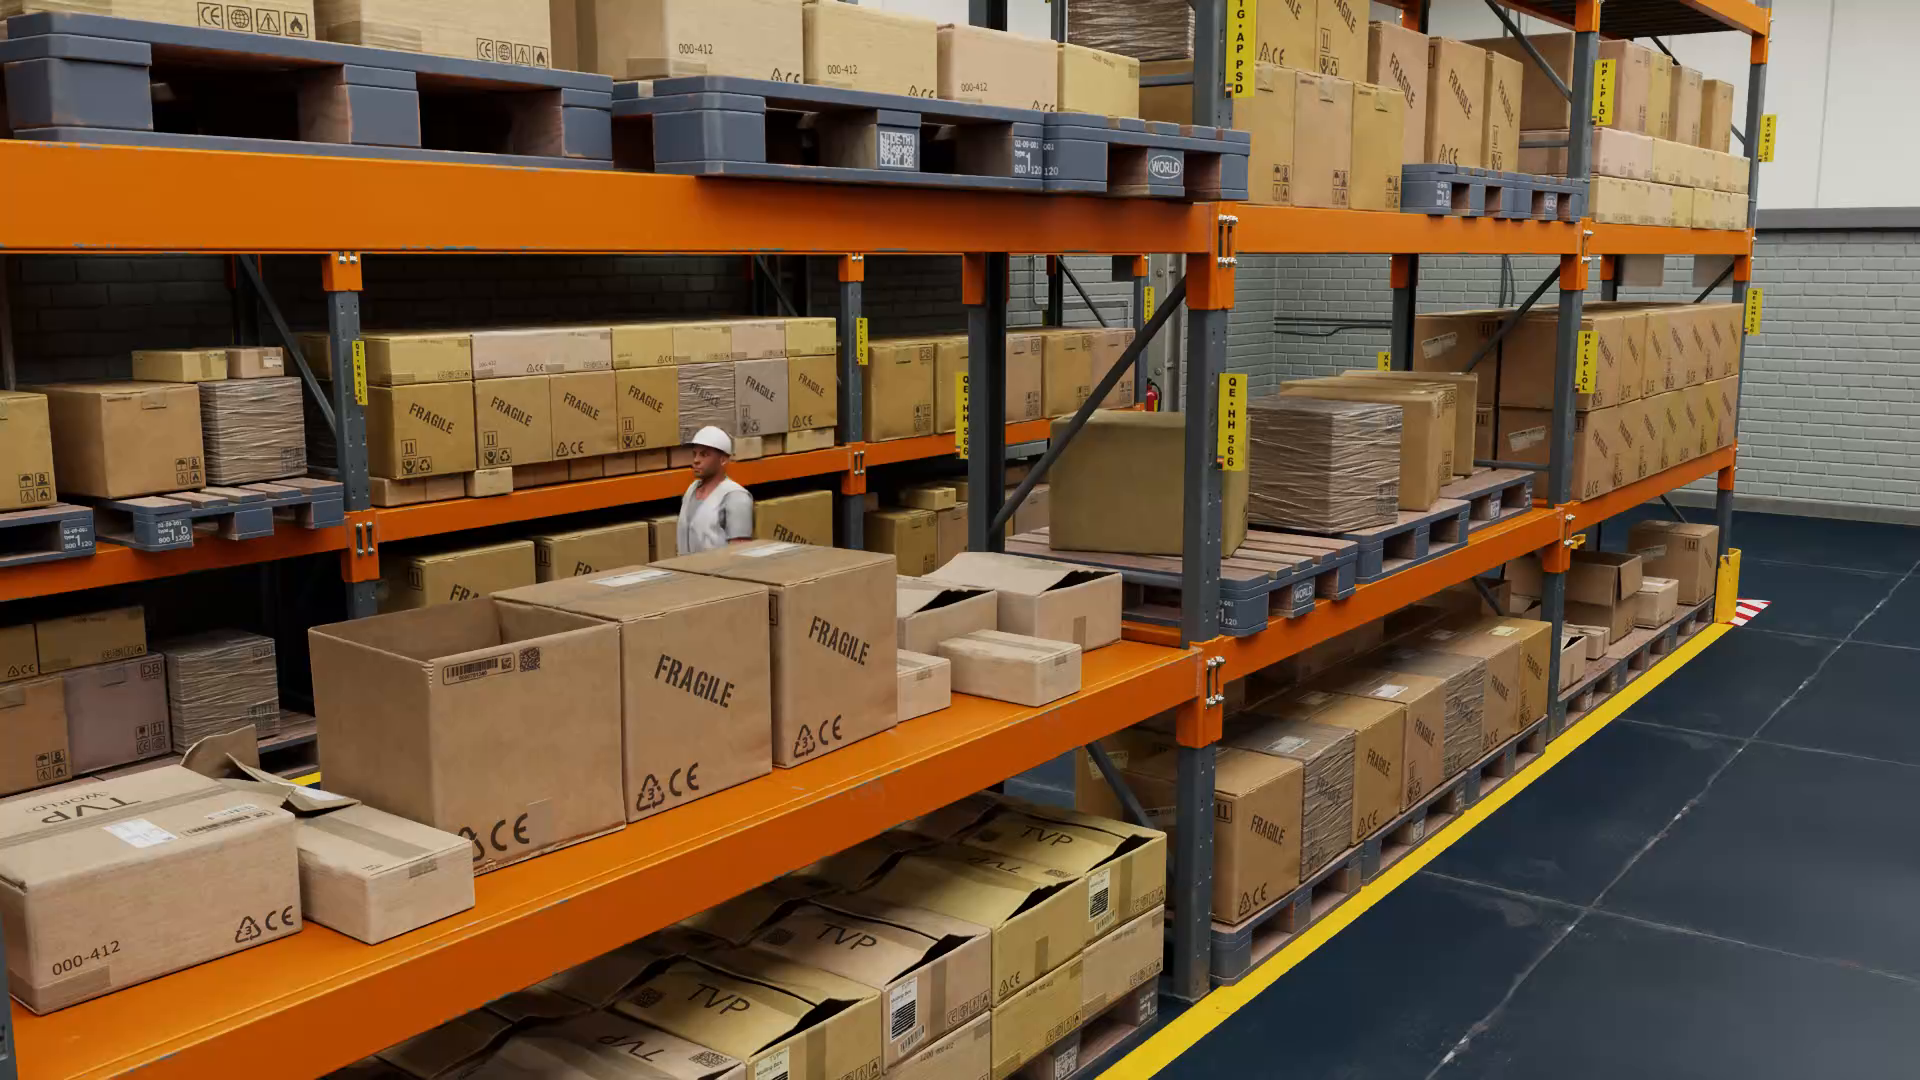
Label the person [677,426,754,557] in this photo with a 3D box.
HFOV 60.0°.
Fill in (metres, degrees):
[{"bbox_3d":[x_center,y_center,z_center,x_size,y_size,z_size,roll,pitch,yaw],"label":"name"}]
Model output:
[{"bbox_3d":[-1.347,0.277,8.686,0.583,1.730,1.082,7,12,37],"label":"person"}]
